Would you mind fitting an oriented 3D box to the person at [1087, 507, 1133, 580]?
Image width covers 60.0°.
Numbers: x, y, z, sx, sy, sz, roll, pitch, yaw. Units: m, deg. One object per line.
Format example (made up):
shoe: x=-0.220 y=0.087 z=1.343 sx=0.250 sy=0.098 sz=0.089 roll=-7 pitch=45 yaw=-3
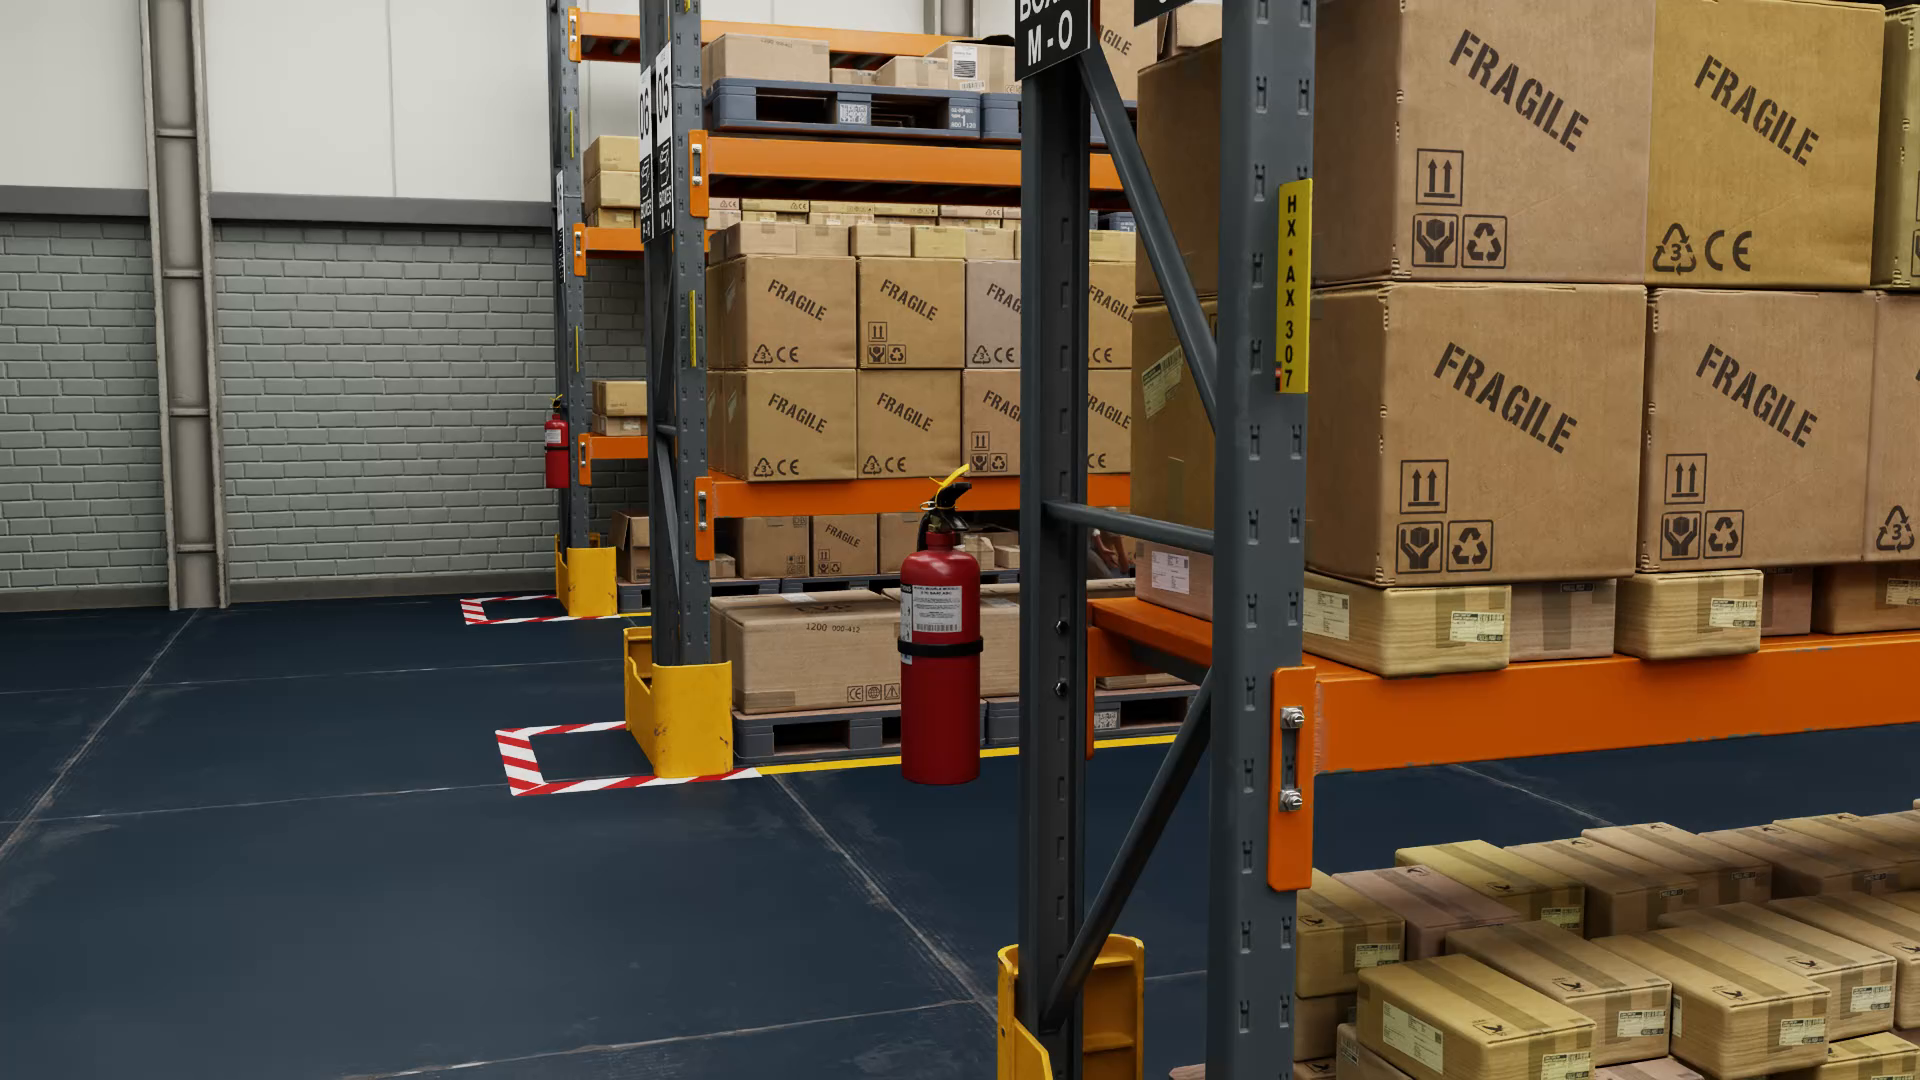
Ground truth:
person: x=0.791 y=0.068 z=10.227 sx=0.602 sy=1.376 sz=0.460 roll=-2 pitch=6 yaw=-17
